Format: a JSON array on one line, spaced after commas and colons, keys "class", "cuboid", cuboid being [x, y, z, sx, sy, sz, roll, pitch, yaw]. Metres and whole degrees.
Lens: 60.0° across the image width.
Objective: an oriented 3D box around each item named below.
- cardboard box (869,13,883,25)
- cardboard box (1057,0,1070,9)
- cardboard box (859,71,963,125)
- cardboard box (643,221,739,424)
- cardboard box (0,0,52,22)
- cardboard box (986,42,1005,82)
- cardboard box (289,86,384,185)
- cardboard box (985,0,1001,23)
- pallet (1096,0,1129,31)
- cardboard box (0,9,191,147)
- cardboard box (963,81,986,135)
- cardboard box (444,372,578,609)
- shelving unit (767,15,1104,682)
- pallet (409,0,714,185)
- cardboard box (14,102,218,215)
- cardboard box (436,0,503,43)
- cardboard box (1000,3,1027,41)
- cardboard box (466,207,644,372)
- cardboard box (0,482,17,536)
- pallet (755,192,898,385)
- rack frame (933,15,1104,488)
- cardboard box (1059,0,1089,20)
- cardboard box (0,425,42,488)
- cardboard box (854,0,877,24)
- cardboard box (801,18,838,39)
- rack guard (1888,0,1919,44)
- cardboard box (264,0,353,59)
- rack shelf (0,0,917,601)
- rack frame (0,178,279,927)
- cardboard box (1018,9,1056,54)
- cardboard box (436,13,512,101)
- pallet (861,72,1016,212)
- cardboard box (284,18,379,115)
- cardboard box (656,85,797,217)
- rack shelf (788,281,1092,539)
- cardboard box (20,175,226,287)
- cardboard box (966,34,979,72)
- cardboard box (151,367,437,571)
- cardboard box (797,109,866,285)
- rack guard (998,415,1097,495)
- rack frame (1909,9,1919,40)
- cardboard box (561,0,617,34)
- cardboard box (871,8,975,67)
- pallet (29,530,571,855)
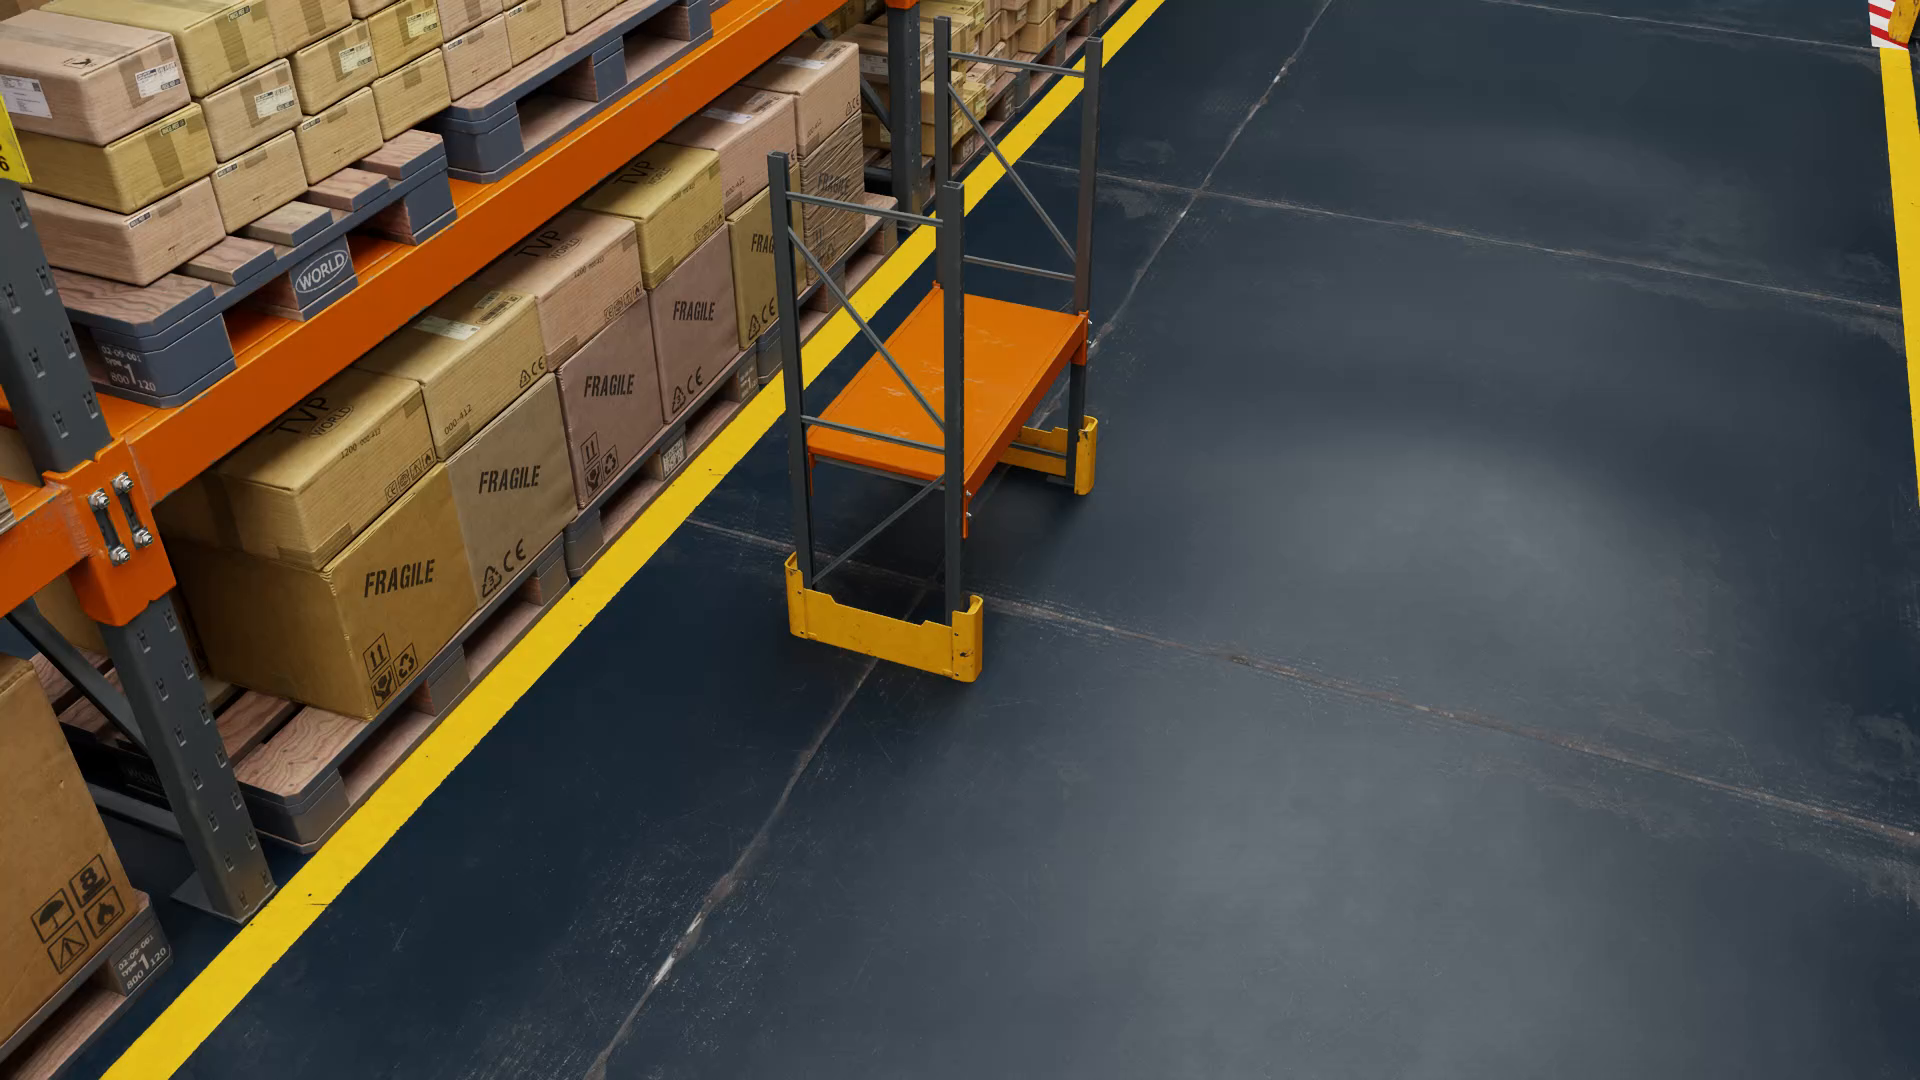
[{"class": "cardboard box", "cuboid": [-0.453, -2.446, 7.799, 0.380, 0.149, 0.250, 14, 39, 18]}, {"class": "cardboard box", "cuboid": [0.368, -2.761, 8.220, 0.380, 0.149, 0.250, 14, 39, 18]}, {"class": "cardboard box", "cuboid": [-0.208, -1.906, 7.076, 0.380, 0.149, 0.250, 16, 40, 20]}, {"class": "cardboard box", "cuboid": [-1.085, -0.765, 5.506, 0.500, 0.500, 0.500, 13, 39, 17]}, {"class": "cardboard box", "cuboid": [-2.304, -1.238, 3.763, 0.380, 0.149, 0.250, 13, 39, 17]}, {"class": "cardboard box", "cuboid": [-0.008, -2.236, 7.766, 0.380, 0.149, 0.250, 13, 39, 17]}, {"class": "cardboard box", "cuboid": [-1.602, -0.985, 3.922, 0.380, 0.149, 0.250, 16, 40, 20]}, {"class": "cardboard box", "cuboid": [-0.031, -2.480, 7.597, 0.380, 0.149, 0.250, 13, 39, 17]}, {"class": "pallet", "cuboid": [0.509, -3.246, 9.417, 1.003, 0.211, 1.213, 14, 39, 18]}, {"class": "cardboard box", "cuboid": [-1.807, -0.938, 3.361, 0.380, 0.149, 0.250, 14, 39, 18]}, {"class": "cardboard box", "cuboid": [-0.105, -1.934, 7.363, 0.380, 0.149, 0.250, 15, 39, 19]}, {"class": "cardboard box", "cuboid": [-1.471, -0.197, 4.746, 0.500, 0.500, 0.500, 14, 39, 18]}, {"class": "shelving unit", "cuboid": [-0.029, -0.559, 4.745, 0.587, 1.500, 1.083, 14, 39, 18]}, {"class": "pallet", "cuboid": [-1.448, -1.446, 4.840, 1.003, 0.211, 1.213, 14, 39, 18]}, {"class": "cardboard box", "cuboid": [-1.794, -0.826, 3.461, 0.380, 0.149, 0.250, 16, 40, 20]}, {"class": "cardboard box", "cuboid": [-1.403, -1.403, 4.232, 0.380, 0.149, 0.250, 14, 39, 18]}, {"class": "cardboard box", "cuboid": [0.097, -2.505, 7.878, 0.380, 0.149, 0.250, 16, 40, 20]}, {"class": "cardboard box", "cuboid": [-1.284, -0.764, 4.877, 0.500, 0.250, 0.500, 14, 39, 18]}, {"class": "cardboard box", "cuboid": [-2.087, -0.147, 2.858, 0.500, 0.500, 0.500, 14, 39, 18]}, {"class": "pallet", "cuboid": [-0.937, -1.084, 6.524, 1.003, 0.211, 1.213, 14, 39, 18]}, {"class": "rack frame", "cuboid": [0.161, -0.835, 5.114, 0.500, 1.500, 0.032, 14, 39, 18]}, {"class": "cardboard box", "cuboid": [0.445, -2.800, 8.522, 0.380, 0.149, 0.250, 15, 39, 19]}, {"class": "cardboard box", "cuboid": [-2.146, -0.324, 4.288, 0.500, 0.250, 0.500, 13, 39, 17]}, {"class": "cardboard box", "cuboid": [-0.598, -2.443, 7.547, 0.380, 0.149, 0.250, 13, 39, 17]}, {"class": "cardboard box", "cuboid": [-0.747, -2.153, 7.159, 0.380, 0.149, 0.250, 15, 39, 19]}, {"class": "rack guard", "cuboid": [5.506, -2.787, 8.562, 1.175, 0.500, 0.348, 14, 39, 18]}, {"class": "cardboard box", "cuboid": [-1.611, -1.220, 3.738, 0.380, 0.149, 0.250, 14, 39, 17]}, {"class": "rack shelf", "cuboid": [-1.403, -1.237, 5.000, 1.077, 0.370, 4.000, 14, 39, 18]}, {"class": "rack frame", "cuboid": [-2.164, -0.418, 3.303, 1.000, 3.000, 0.127, 14, 39, 18]}, {"class": "cardboard box", "cuboid": [0.250, -2.515, 8.139, 0.380, 0.149, 0.250, 13, 39, 17]}, {"class": "cardboard box", "cuboid": [-1.402, -1.283, 4.320, 0.380, 0.149, 0.250, 15, 39, 19]}, {"class": "pallet", "cuboid": [-0.419, -1.895, 7.610, 1.003, 0.211, 1.213, 14, 39, 18]}, {"class": "cardboard box", "cuboid": [-1.594, -1.126, 3.861, 0.380, 0.149, 0.250, 13, 39, 16]}, {"class": "cardboard box", "cuboid": [-0.899, -1.348, 5.659, 0.500, 0.250, 0.500, 16, 40, 20]}, {"class": "rack shelf", "cuboid": [-0.032, -0.409, 4.845, 0.538, 0.185, 1.000, 14, 39, 18]}, {"class": "cardboard box", "cuboid": [-1.807, -0.687, 3.523, 0.380, 0.149, 0.250, 13, 39, 17]}, {"class": "cardboard box", "cuboid": [-0.135, -2.209, 7.482, 0.380, 0.149, 0.250, 14, 39, 17]}, {"class": "cardboard box", "cuboid": [-1.677, -0.212, 4.139, 0.500, 0.250, 0.500, 12, 38, 16]}, {"class": "cardboard box", "cuboid": [-0.690, -1.332, 6.264, 0.500, 0.500, 0.500, 13, 39, 17]}, {"class": "rack guard", "cuboid": [0.160, -0.334, 5.488, 0.587, 0.250, 0.087, 14, 39, 18]}, {"class": "rack frame", "cuboid": [5.496, -3.775, 7.796, 1.000, 3.000, 0.127, 14, 39, 18]}, {"class": "cardboard box", "cuboid": [-1.204, -1.565, 4.698, 0.380, 0.149, 0.250, 13, 39, 16]}, {"class": "cardboard box", "cuboid": [-0.159, -2.180, 7.194, 0.380, 0.149, 0.250, 16, 40, 20]}, {"class": "pallet", "cuboid": [-1.865, 0.267, 4.717, 1.003, 0.211, 1.213, 14, 39, 18]}]
